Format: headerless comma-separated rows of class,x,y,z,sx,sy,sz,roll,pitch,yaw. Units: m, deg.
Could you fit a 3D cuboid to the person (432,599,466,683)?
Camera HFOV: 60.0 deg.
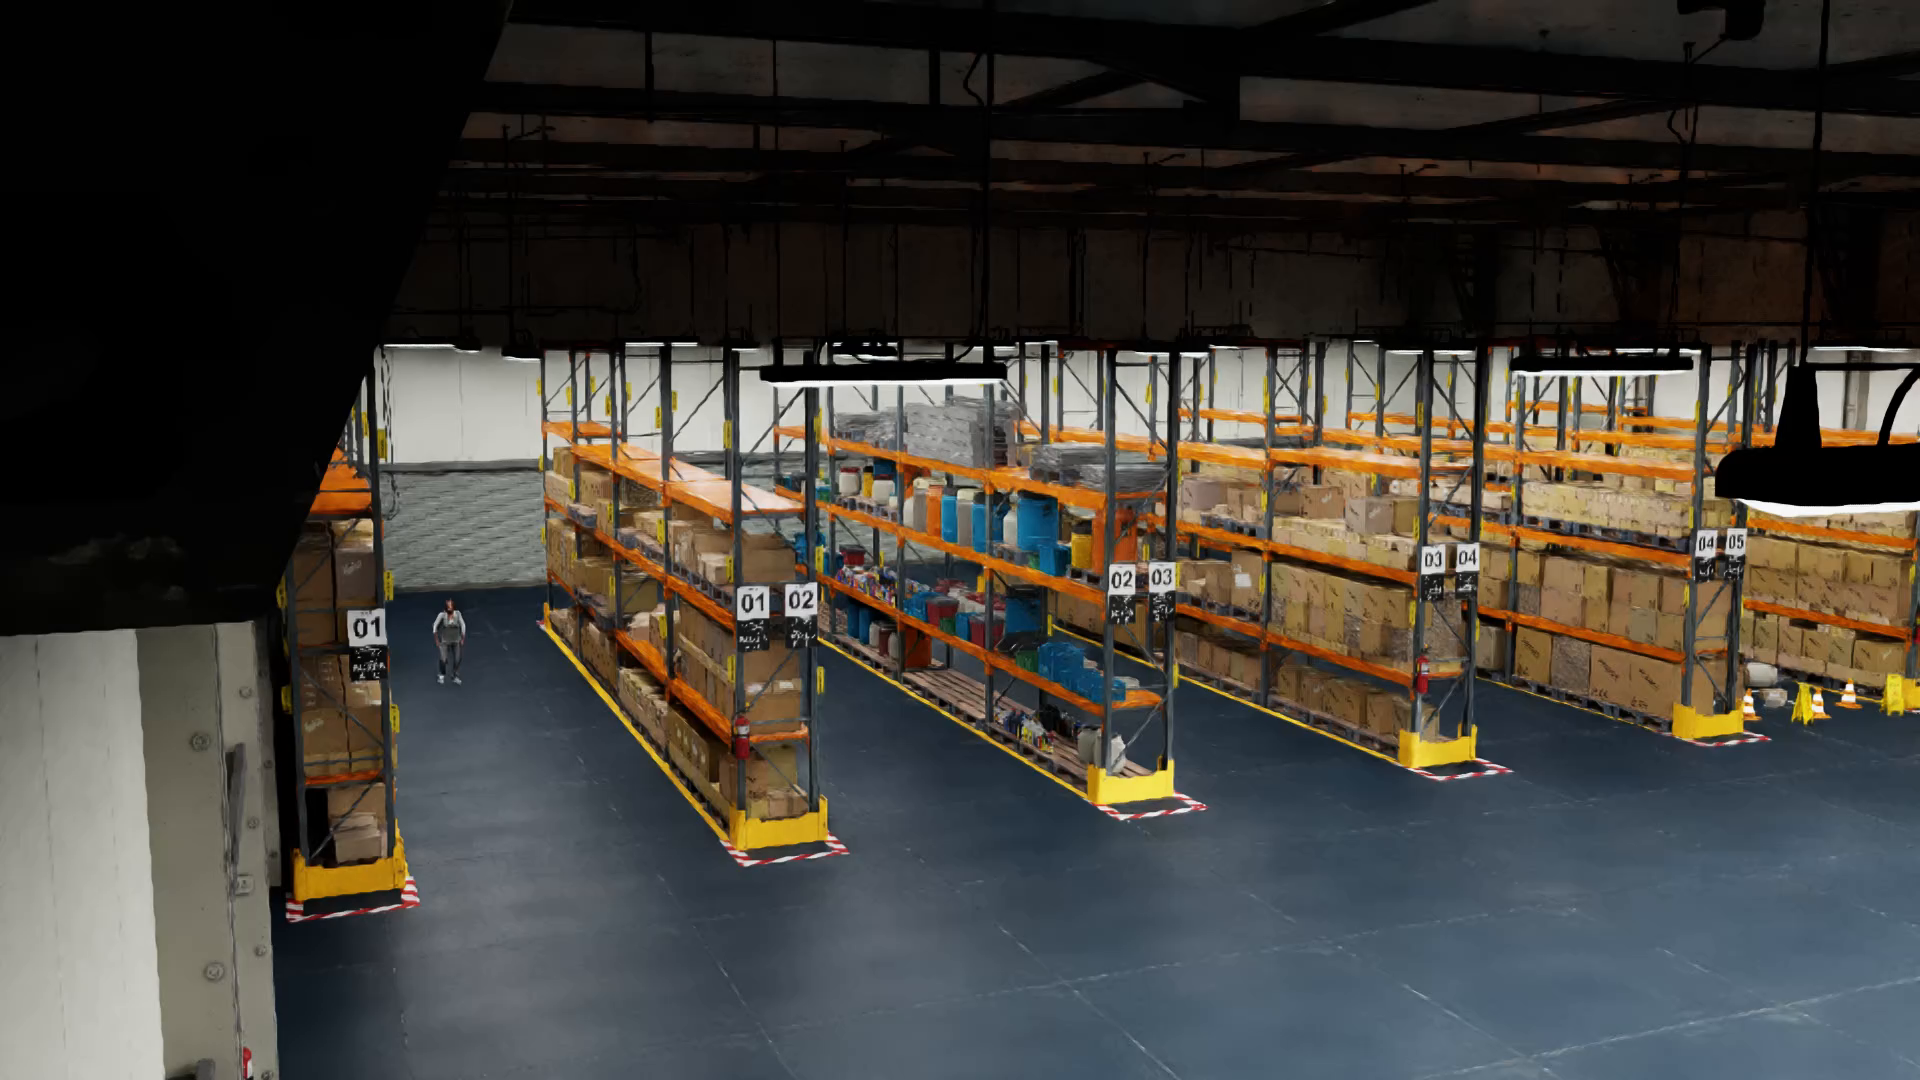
person,-8.976,1.779,29.244,0.566,1.541,0.519,-3,8,-25

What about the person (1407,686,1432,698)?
person,7.826,1.822,28.249,0.537,1.677,0.416,6,10,39

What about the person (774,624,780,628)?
person,-3.155,1.960,27.270,0.537,1.662,1.028,-4,9,-30
